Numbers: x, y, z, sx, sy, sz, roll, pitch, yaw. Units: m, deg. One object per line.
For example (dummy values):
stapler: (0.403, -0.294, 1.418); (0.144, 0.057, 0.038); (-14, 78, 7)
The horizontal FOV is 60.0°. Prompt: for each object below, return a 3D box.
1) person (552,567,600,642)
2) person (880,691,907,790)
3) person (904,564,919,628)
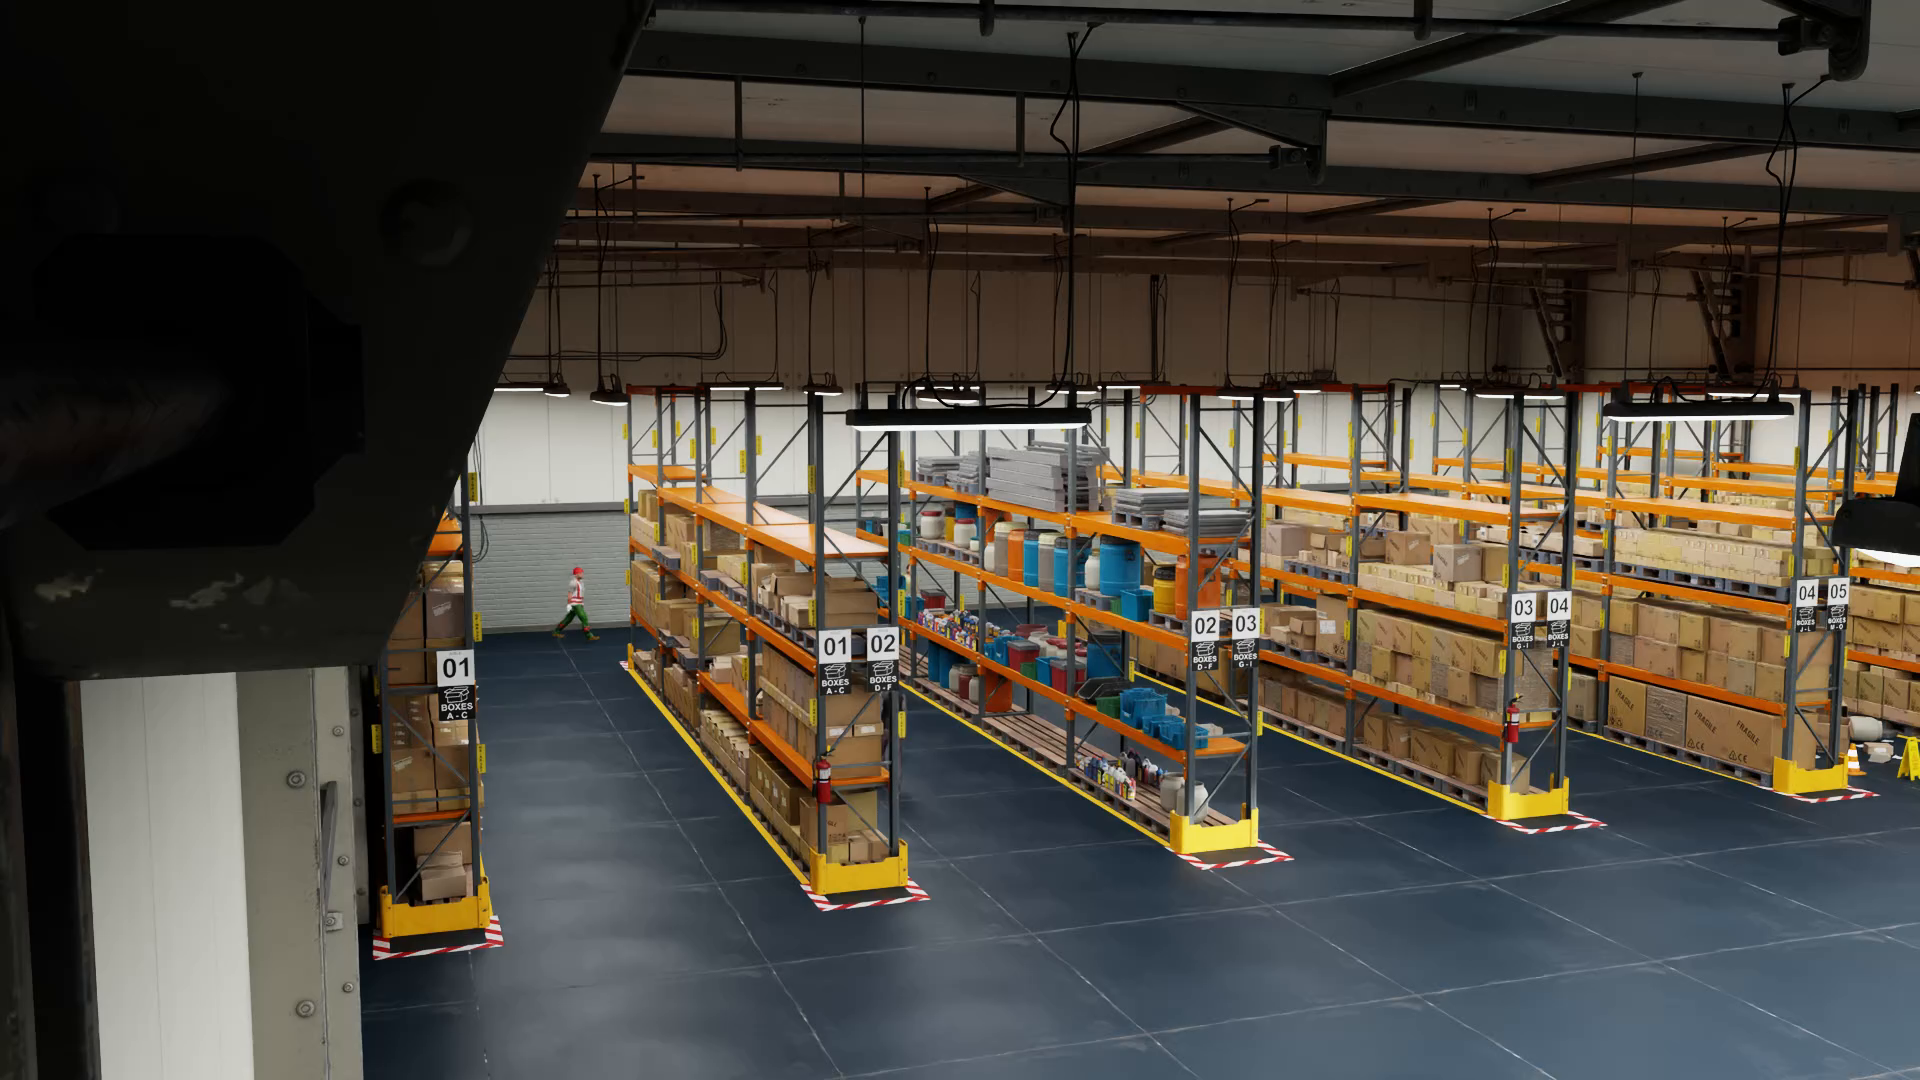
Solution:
person: (-8.928, 1.490, 38.639); (1.143, 1.730, 0.526); (0, 6, -2)
person: (-1.045, 2.918, 25.066); (0.570, 1.770, 0.613); (-2, 6, -22)
person: (-1.182, 1.379, 40.000); (0.487, 1.603, 1.060); (-2, 6, -17)
